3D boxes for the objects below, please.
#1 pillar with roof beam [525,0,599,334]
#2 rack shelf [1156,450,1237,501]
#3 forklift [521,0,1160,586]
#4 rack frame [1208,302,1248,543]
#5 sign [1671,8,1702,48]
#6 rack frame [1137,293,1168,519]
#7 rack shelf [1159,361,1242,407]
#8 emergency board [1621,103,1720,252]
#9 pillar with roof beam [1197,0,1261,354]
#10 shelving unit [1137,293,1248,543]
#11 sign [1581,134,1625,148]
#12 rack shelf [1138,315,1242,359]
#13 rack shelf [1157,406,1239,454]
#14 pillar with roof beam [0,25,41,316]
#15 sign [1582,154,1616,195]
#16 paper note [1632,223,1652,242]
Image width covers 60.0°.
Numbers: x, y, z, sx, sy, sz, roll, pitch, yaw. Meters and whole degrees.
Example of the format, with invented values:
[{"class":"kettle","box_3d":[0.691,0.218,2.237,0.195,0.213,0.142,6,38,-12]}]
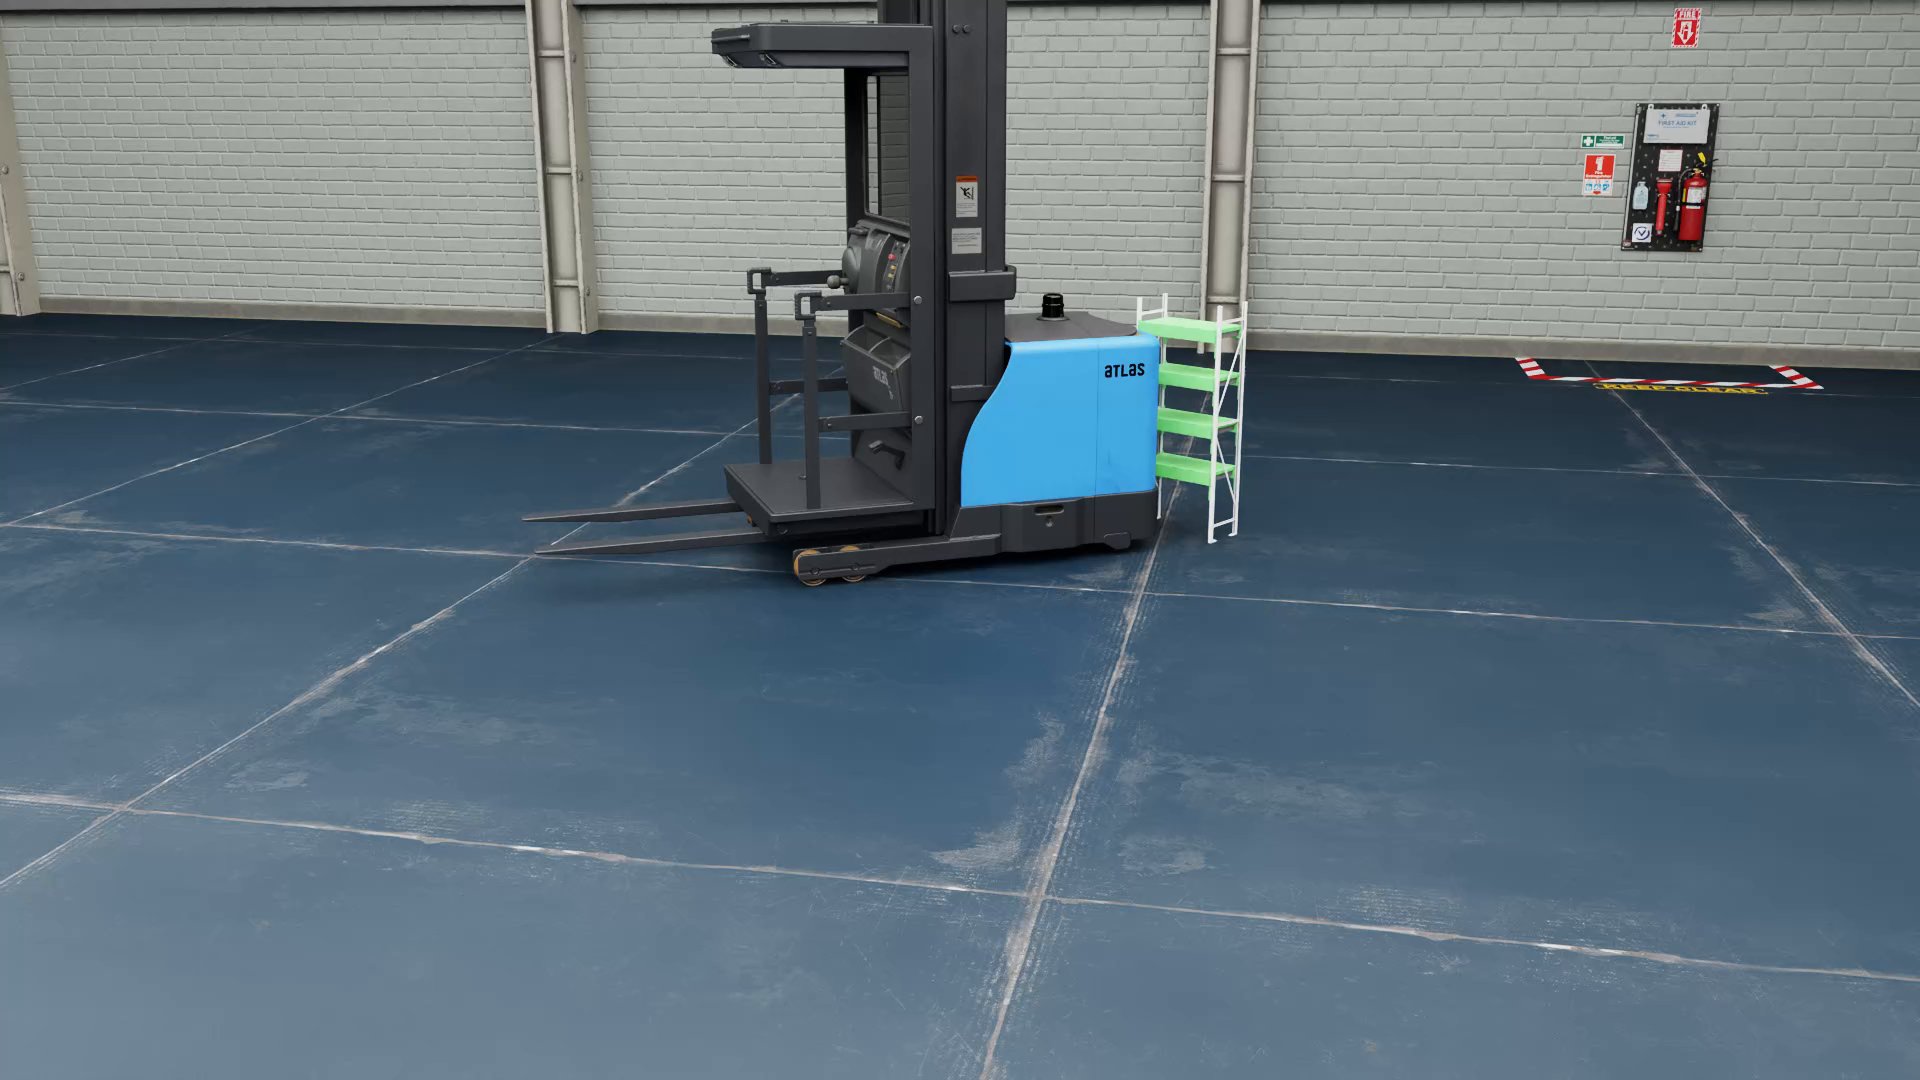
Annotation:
[{"class":"pillar with roof beam","box_3d":[-4.474,-5.167,10.289,0.400,9.000,9.100,3,16,11]},{"class":"rack shelf","box_3d":[1.166,-0.337,8.600,0.480,0.148,0.258,14,21,41]},{"class":"forklift","box_3d":[-0.588,-1.358,7.903,3.031,2.935,1.130,-5,16,-19]},{"class":"rack frame","box_3d":[1.345,-0.586,8.359,0.015,1.200,0.240,14,21,41]},{"class":"sign","box_3d":[5.741,-4.049,13.148,0.199,0.298,0.001,3,16,11]},{"class":"rack frame","box_3d":[0.987,-0.674,8.679,0.015,1.200,0.240,14,21,41]},{"class":"rack shelf","box_3d":[1.166,-0.800,8.472,0.480,0.148,0.258,14,21,41]},{"class":"emergency board","box_3d":[5.729,-2.905,13.361,0.643,1.169,0.194,3,16,11]},{"class":"pillar with roof beam","box_3d":[1.406,-4.848,9.137,0.400,9.000,9.100,3,16,11]},{"class":"shelving unit","box_3d":[1.166,-0.630,8.519,0.503,1.200,0.258,14,21,41]},{"class":"sign","box_3d":[5.211,-3.232,13.480,0.331,0.109,0.001,3,16,11]},{"class":"rack shelf","box_3d":[1.166,-1.031,8.408,0.480,0.148,0.258,14,21,41]},{"class":"rack shelf","box_3d":[1.166,-0.568,8.536,0.480,0.148,0.258,14,21,41]},{"class":"pillar with roof beam","box_3d":[-10.353,-5.486,11.441,0.400,9.000,9.100,3,16,11]},{"class":"sign","box_3d":[5.208,-2.979,13.560,0.234,0.329,0.001,3,16,11]},{"class":"paper note","box_3d":[5.570,-2.508,13.578,0.142,0.148,0.016,3,16,11]}]
